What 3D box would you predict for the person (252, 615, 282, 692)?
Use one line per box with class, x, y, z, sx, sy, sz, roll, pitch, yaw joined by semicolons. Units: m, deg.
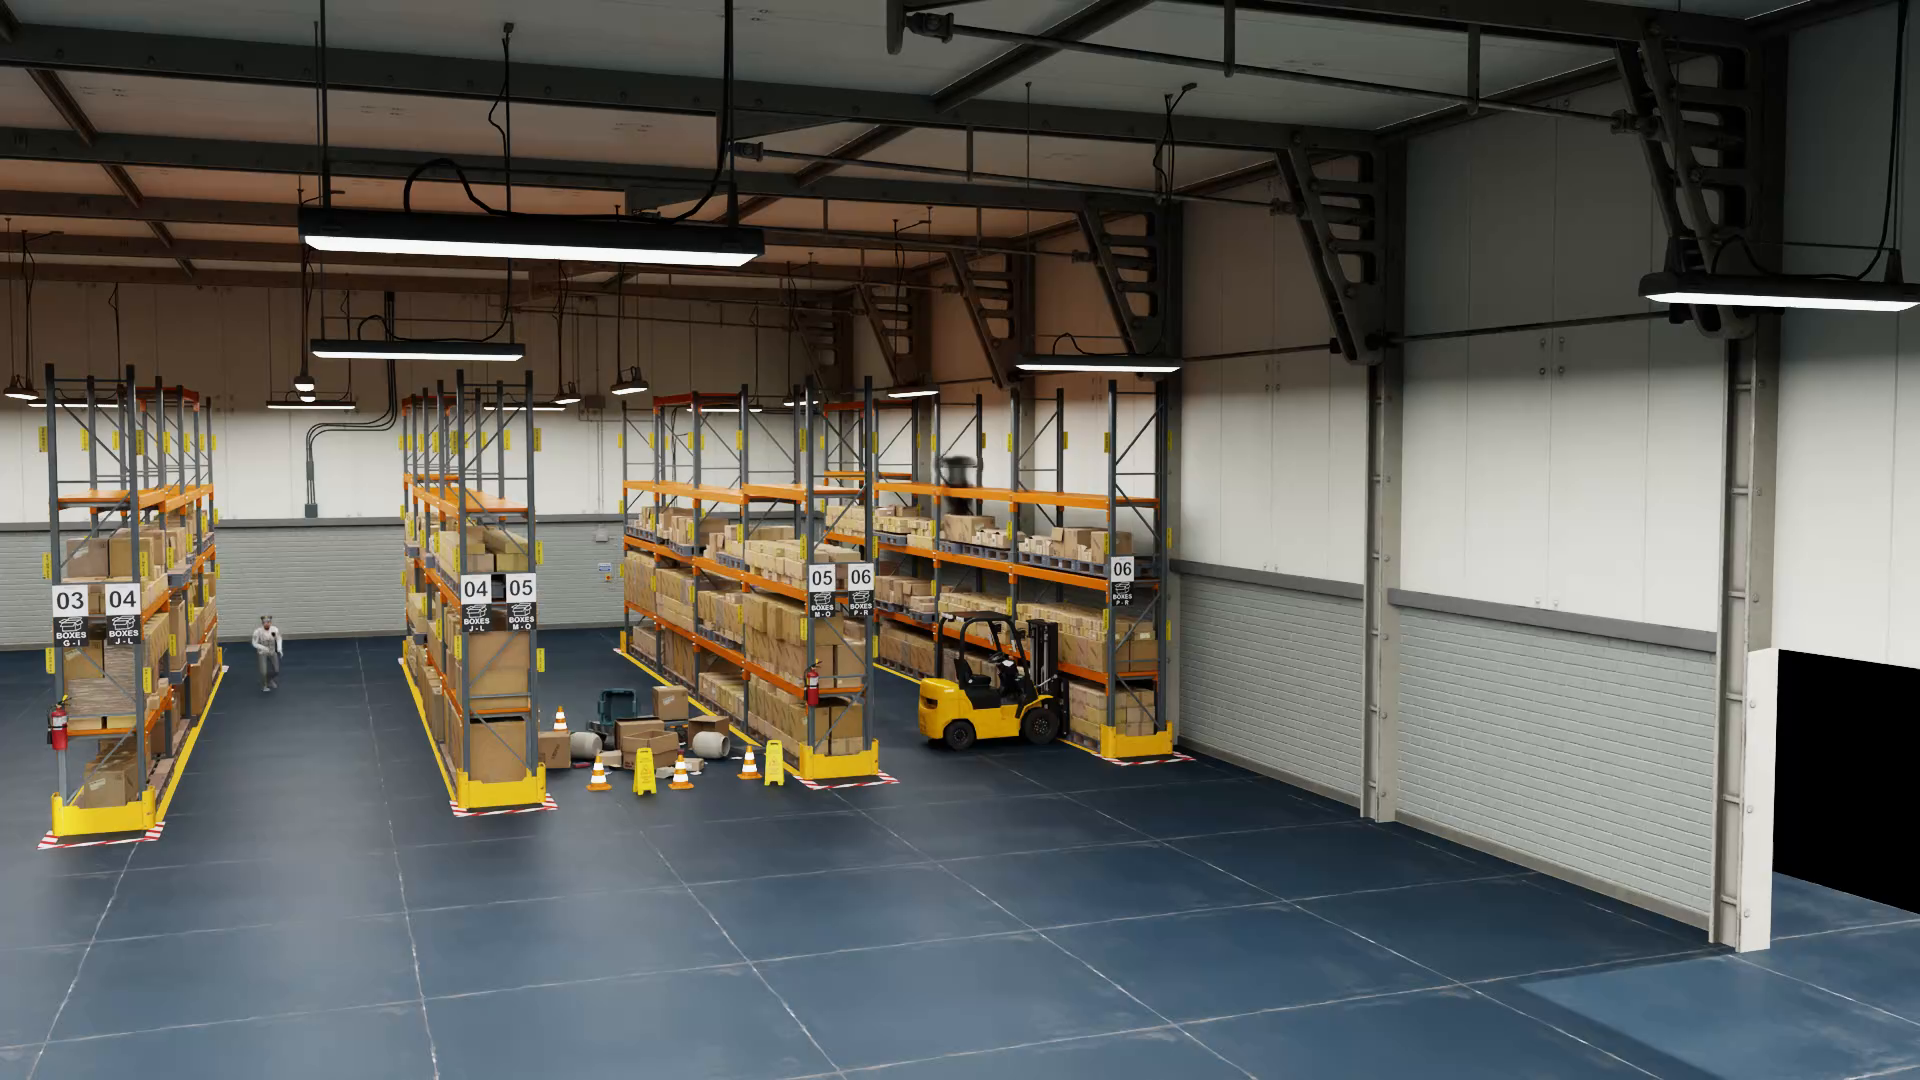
person;-13.891;2.272;33.352;0.603;1.574;0.719;-2;4;-36
